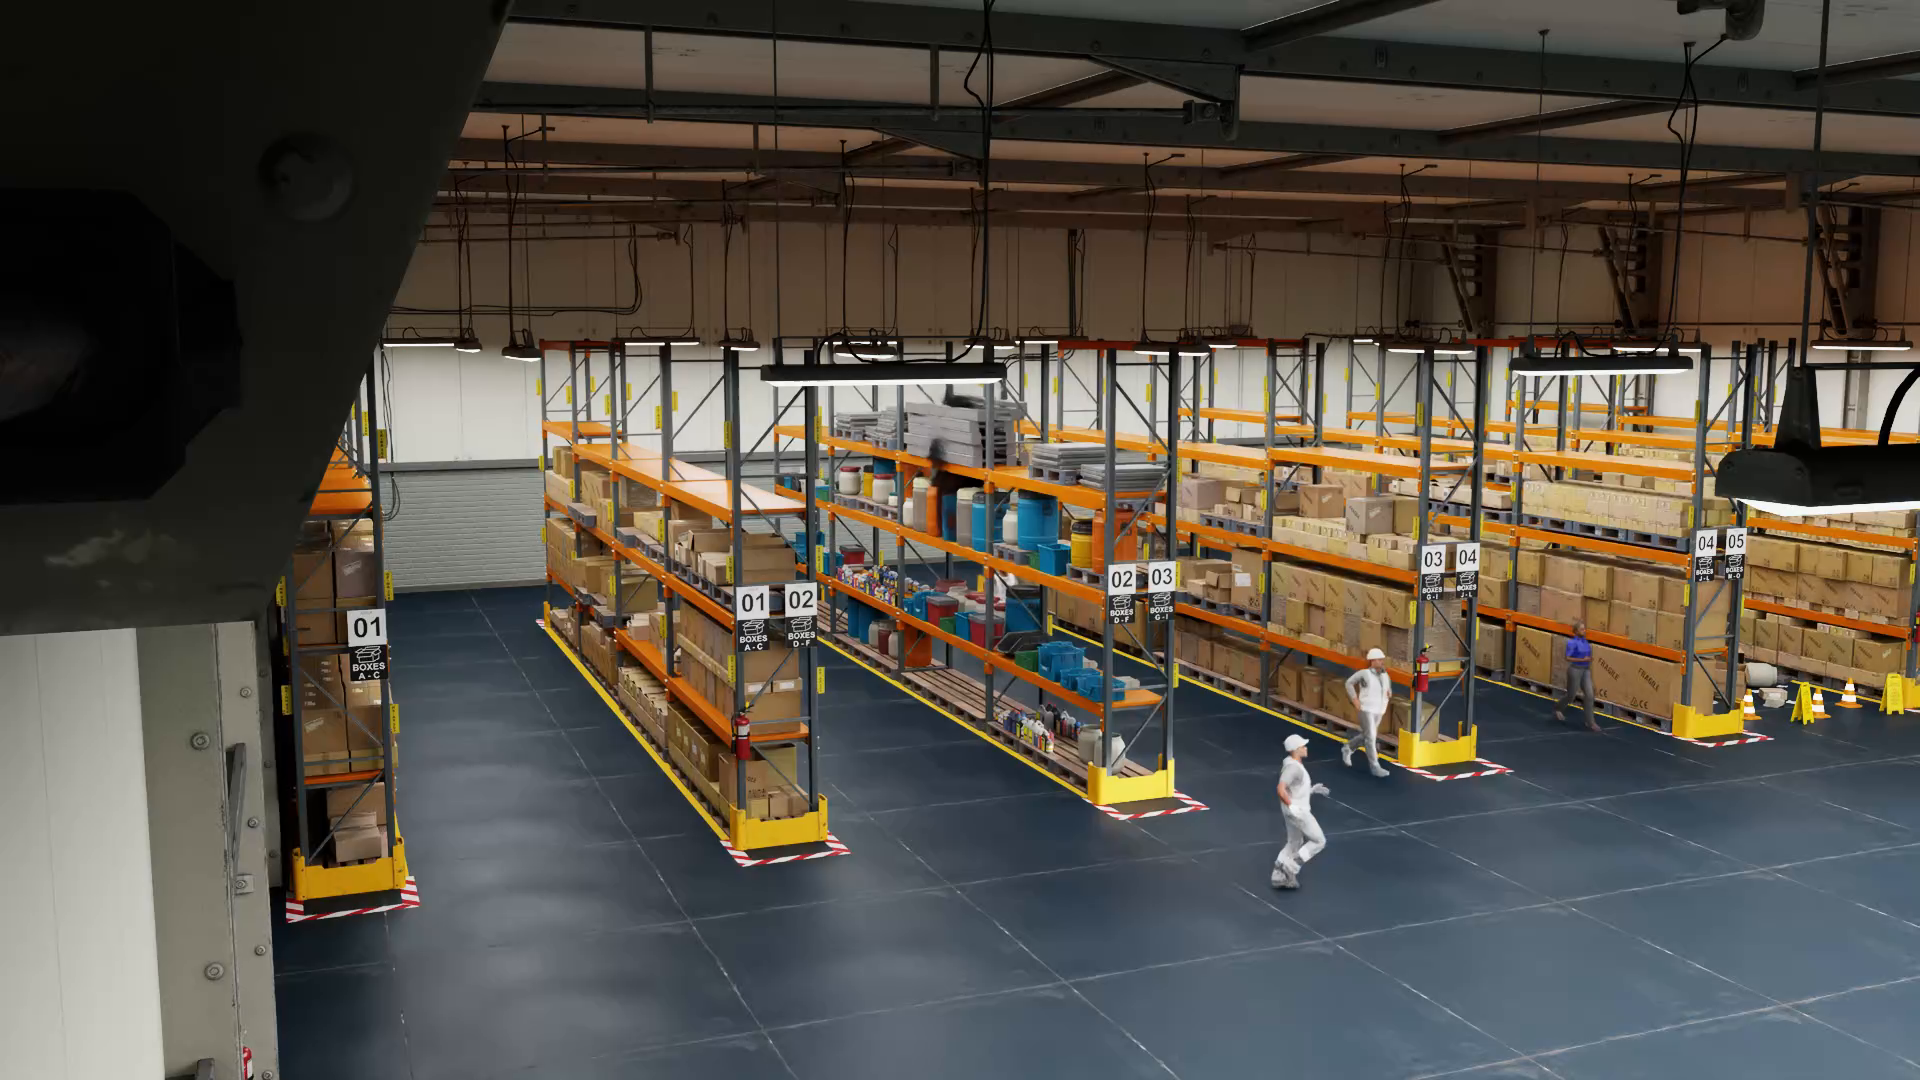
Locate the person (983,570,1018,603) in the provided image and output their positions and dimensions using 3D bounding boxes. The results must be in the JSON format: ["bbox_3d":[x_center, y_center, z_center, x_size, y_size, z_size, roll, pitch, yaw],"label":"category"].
[{"bbox_3d":[0.851,1.235,32.245,0.666,1.784,0.902,-4,8,-26],"label":"person"}]

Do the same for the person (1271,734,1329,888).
[{"bbox_3d":[3.817,3.035,18.604,0.642,1.741,0.649,0,7,2],"label":"person"}]

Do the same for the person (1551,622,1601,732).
[{"bbox_3d":[9.688,2.105,26.044,0.581,1.655,0.894,-4,8,-26],"label":"person"}]

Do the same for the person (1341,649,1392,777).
[{"bbox_3d":[5.804,2.392,23.358,0.684,1.748,1.052,-5,9,-31],"label":"person"}]
